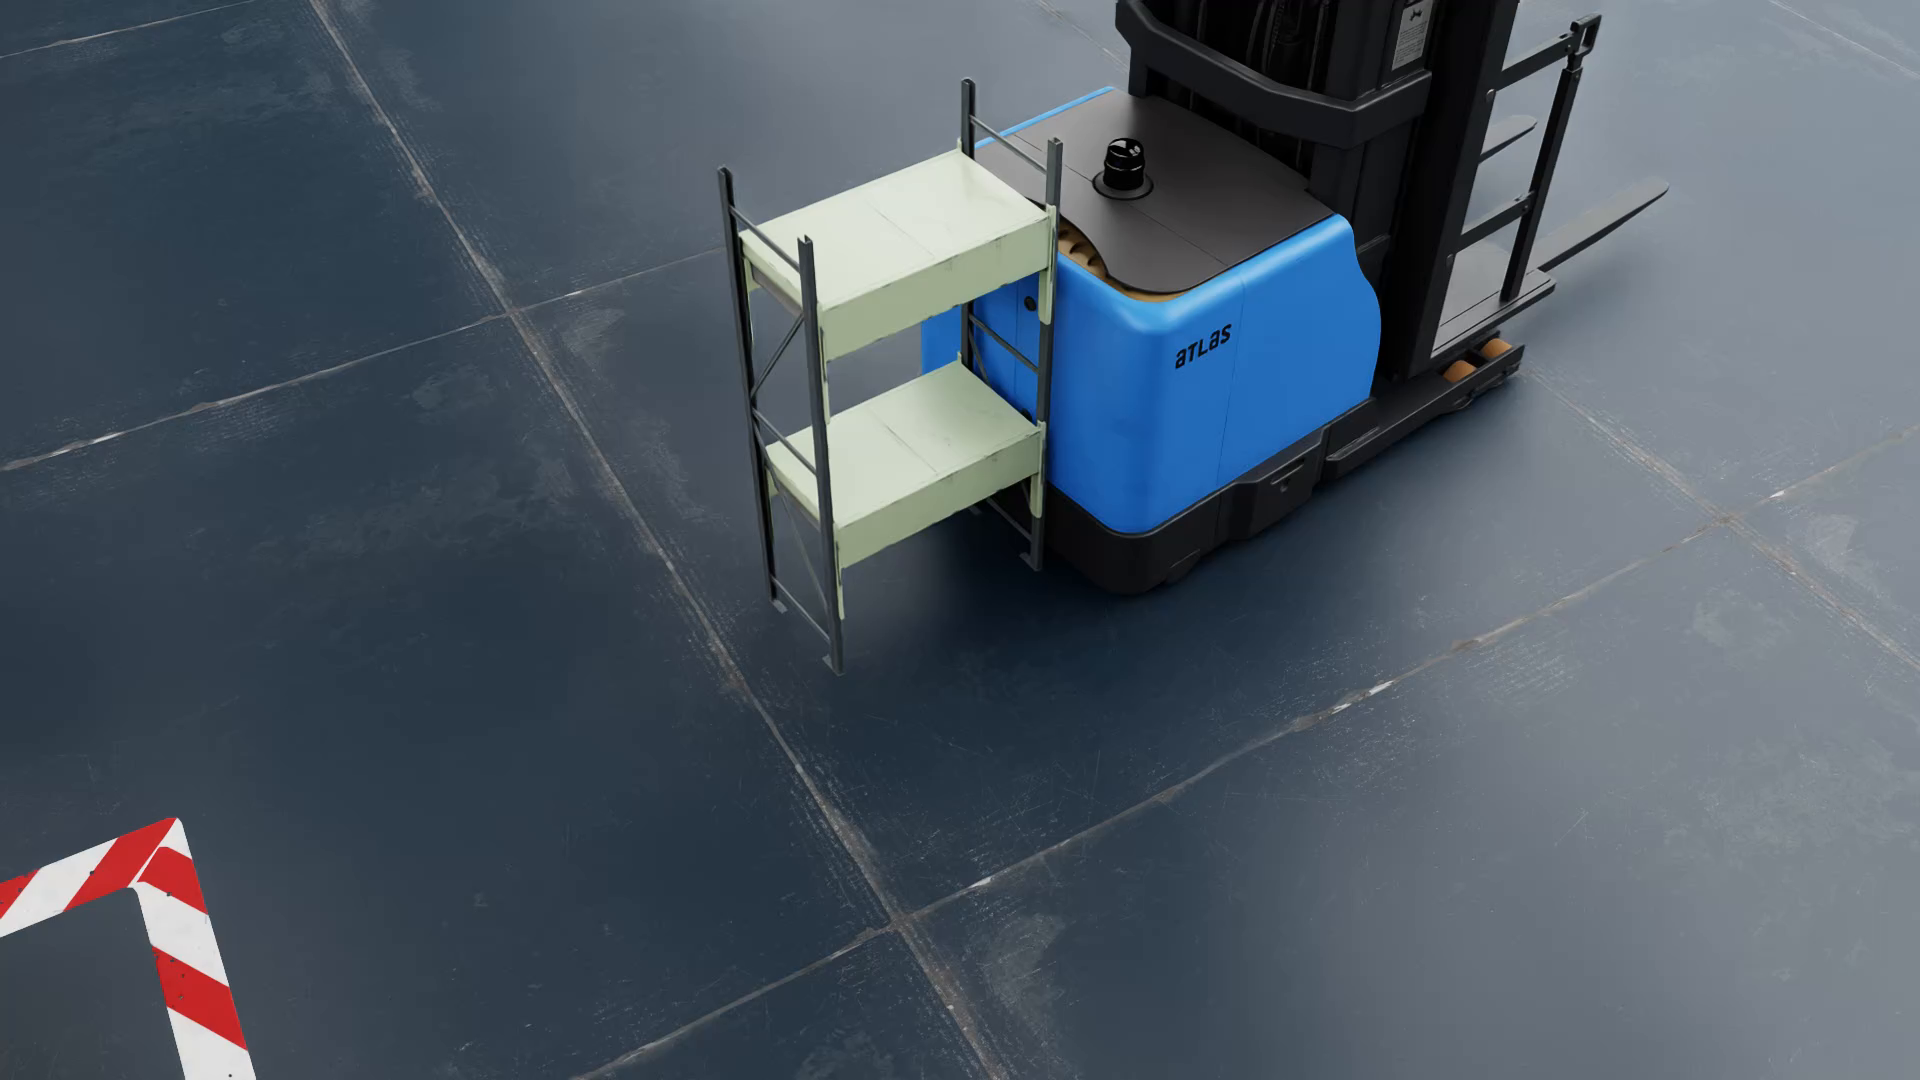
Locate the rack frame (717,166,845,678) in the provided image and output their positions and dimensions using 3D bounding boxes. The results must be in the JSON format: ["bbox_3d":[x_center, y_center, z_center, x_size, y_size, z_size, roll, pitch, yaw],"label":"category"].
[{"bbox_3d":[-0.462,-0.253,4.434,0.023,1.500,0.400,-27,50,-25],"label":"rack frame"}]

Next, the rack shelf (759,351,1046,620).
[{"bbox_3d":[-0.167,-0.170,4.816,0.720,0.370,0.431,-27,50,-25],"label":"rack shelf"}]

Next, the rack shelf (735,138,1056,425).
[{"bbox_3d":[-0.167,-0.684,4.317,0.720,0.370,0.431,-27,50,-25],"label":"rack shelf"}]

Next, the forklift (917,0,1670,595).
[{"bbox_3d":[1.322,-1.756,4.955,3.031,2.935,1.130,-30,51,-27],"label":"forklift"}]

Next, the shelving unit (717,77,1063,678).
[{"bbox_3d":[-0.167,-0.404,4.589,0.755,1.500,0.431,-27,50,-25],"label":"shelving unit"}]

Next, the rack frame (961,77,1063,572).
[{"bbox_3d":[0.129,-0.554,4.744,0.023,1.500,0.400,-27,50,-25],"label":"rack frame"}]
